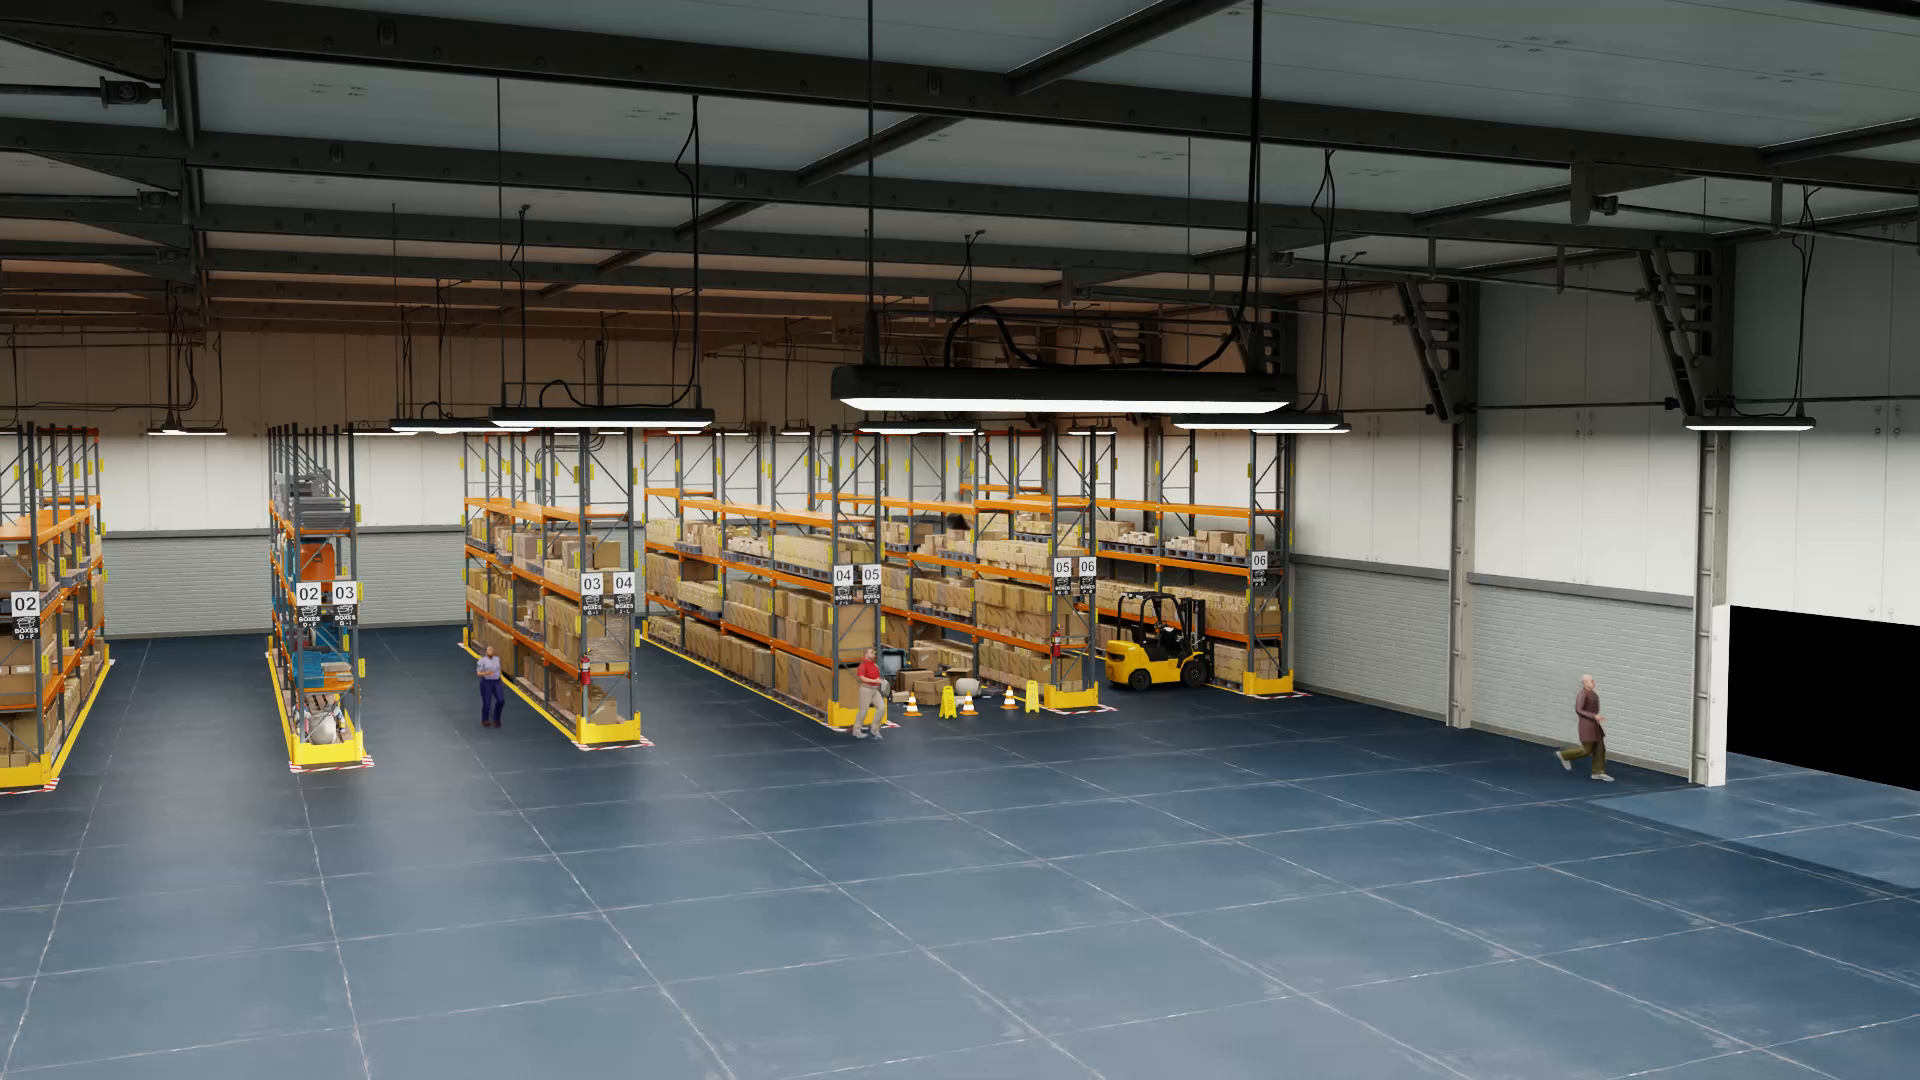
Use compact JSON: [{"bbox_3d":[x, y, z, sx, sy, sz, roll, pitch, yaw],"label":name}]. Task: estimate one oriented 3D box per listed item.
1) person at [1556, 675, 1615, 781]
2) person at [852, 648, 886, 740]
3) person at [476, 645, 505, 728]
[{"bbox_3d":[10.528,3.137,27.925,0.945,1.759,0.709,3,5,40],"label":"person"},{"bbox_3d":[-1.704,2.936,31.628,0.692,1.779,0.677,2,4,30],"label":"person"},{"bbox_3d":[-9.257,2.912,32.868,0.586,1.664,0.661,-3,4,-36],"label":"person"}]
